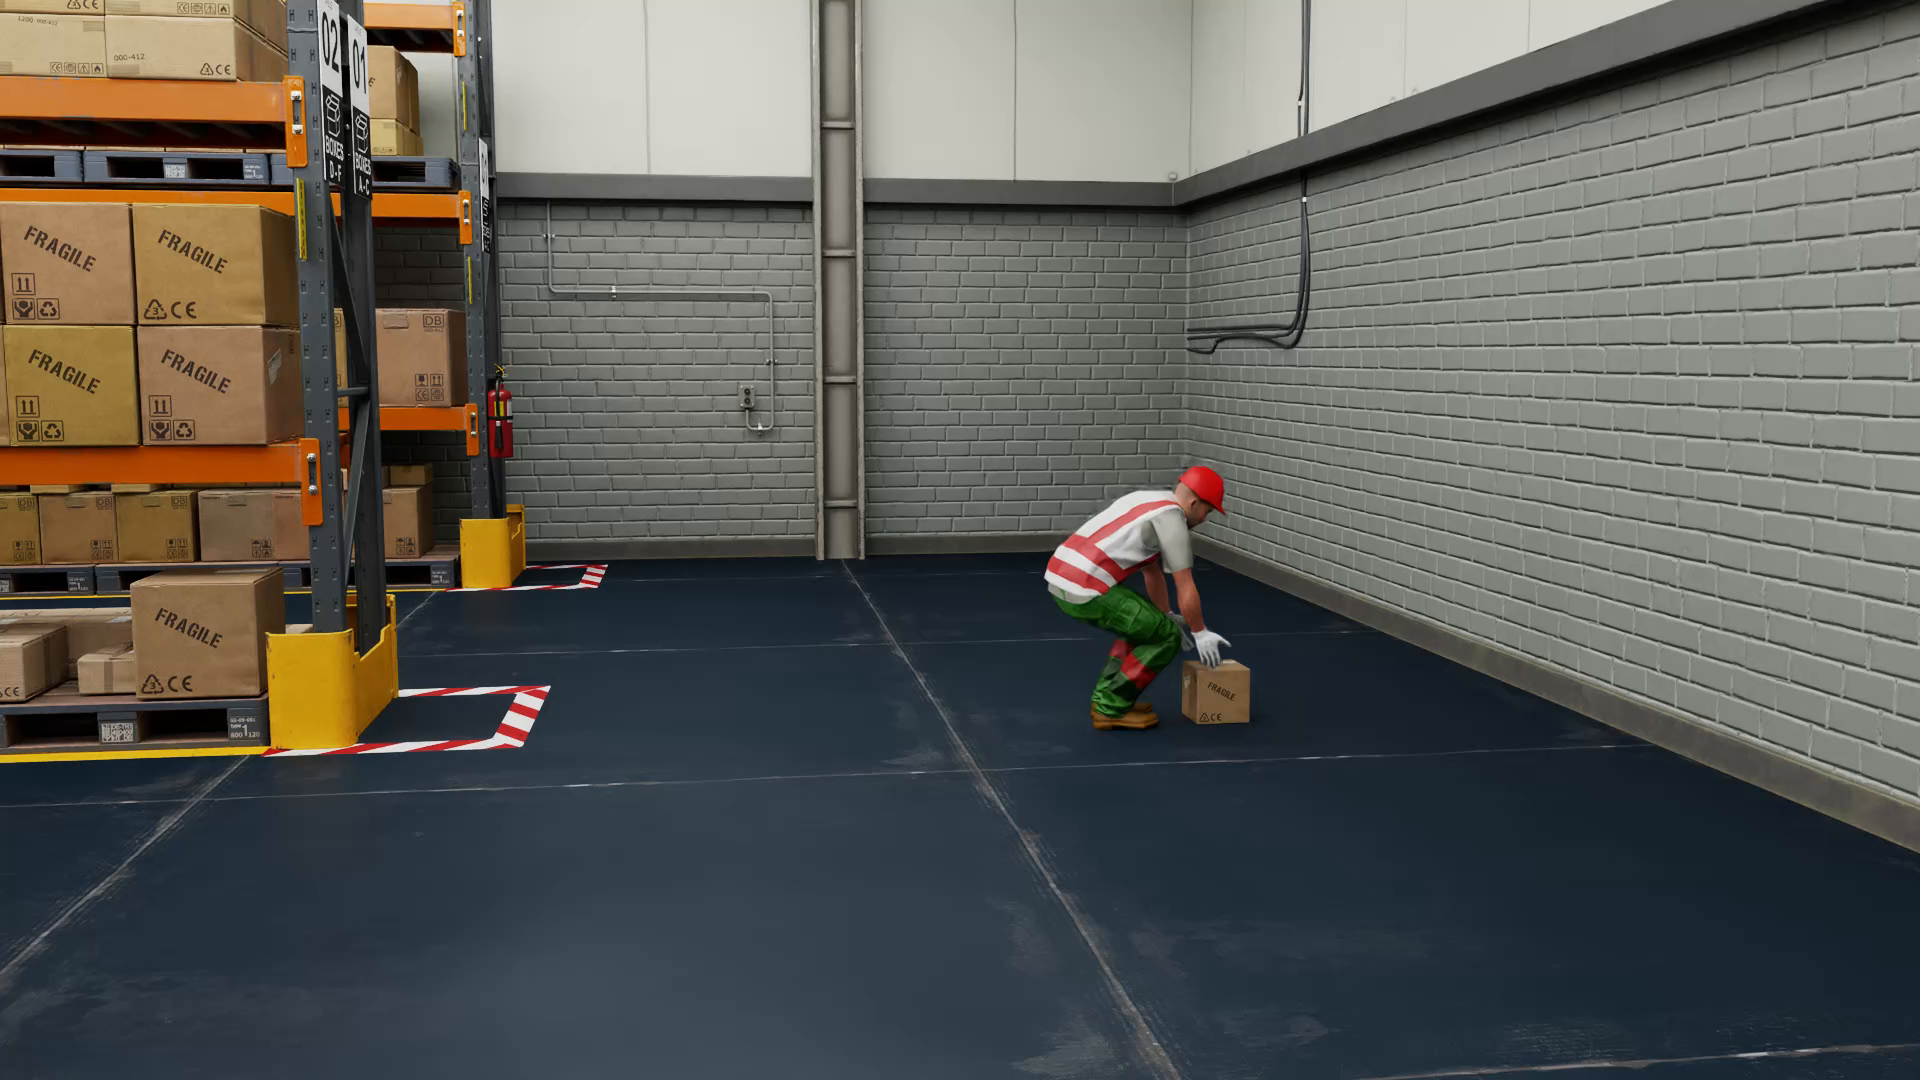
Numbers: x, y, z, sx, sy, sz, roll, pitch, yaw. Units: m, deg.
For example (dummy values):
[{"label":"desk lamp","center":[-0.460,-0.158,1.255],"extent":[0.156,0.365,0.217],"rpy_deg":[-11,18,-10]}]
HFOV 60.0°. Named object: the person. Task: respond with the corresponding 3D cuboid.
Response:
[{"label":"person","center":[0.808,0.251,7.641],"extent":[0.852,1.172,0.584],"rpy_deg":[-1,6,-9]}]
